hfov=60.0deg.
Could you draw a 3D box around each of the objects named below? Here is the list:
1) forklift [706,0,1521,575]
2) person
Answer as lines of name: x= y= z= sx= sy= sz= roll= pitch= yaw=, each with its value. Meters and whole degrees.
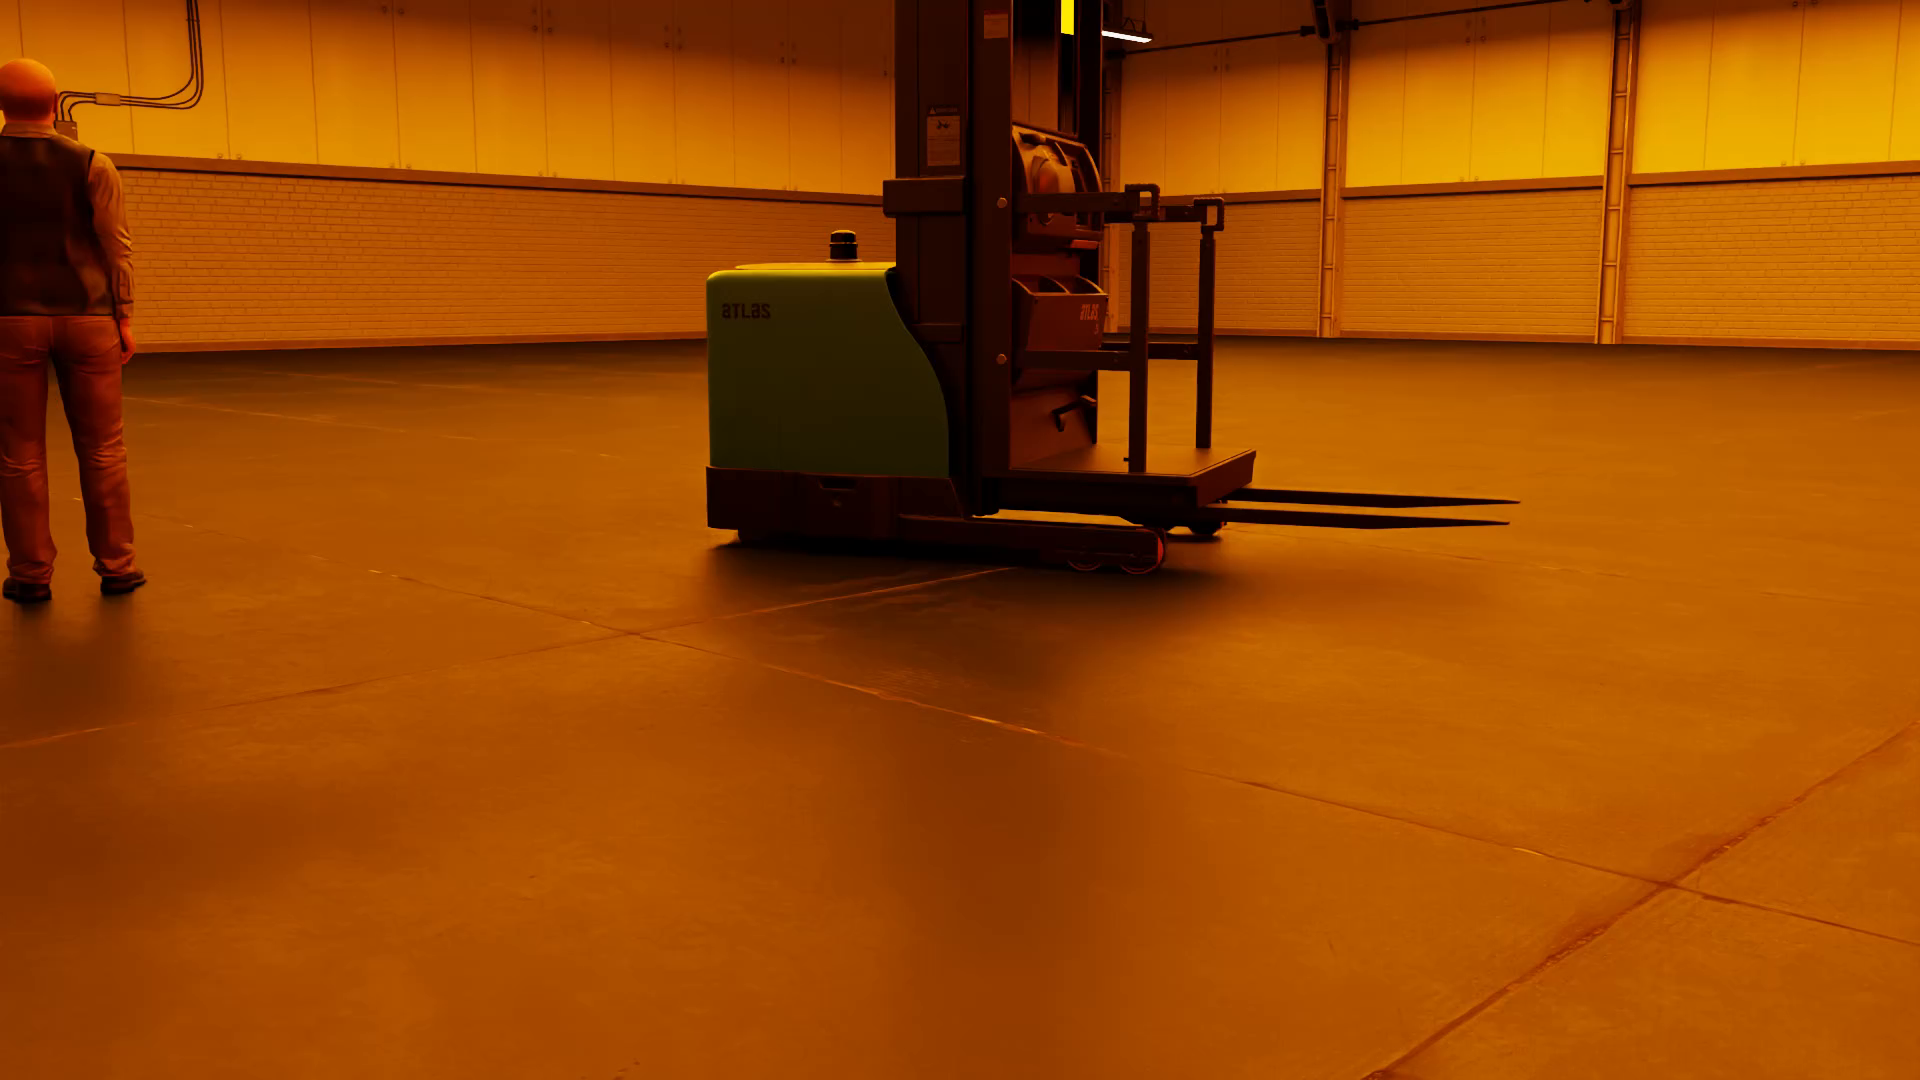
forklift: x=0.565 y=-1.416 z=6.275 sx=3.031 sy=2.935 sz=1.130 roll=3 pitch=9 yaw=22
person: x=-2.979 y=-0.672 z=5.406 sx=0.525 sy=1.724 sz=0.375 roll=-5 pitch=10 yaw=-31
